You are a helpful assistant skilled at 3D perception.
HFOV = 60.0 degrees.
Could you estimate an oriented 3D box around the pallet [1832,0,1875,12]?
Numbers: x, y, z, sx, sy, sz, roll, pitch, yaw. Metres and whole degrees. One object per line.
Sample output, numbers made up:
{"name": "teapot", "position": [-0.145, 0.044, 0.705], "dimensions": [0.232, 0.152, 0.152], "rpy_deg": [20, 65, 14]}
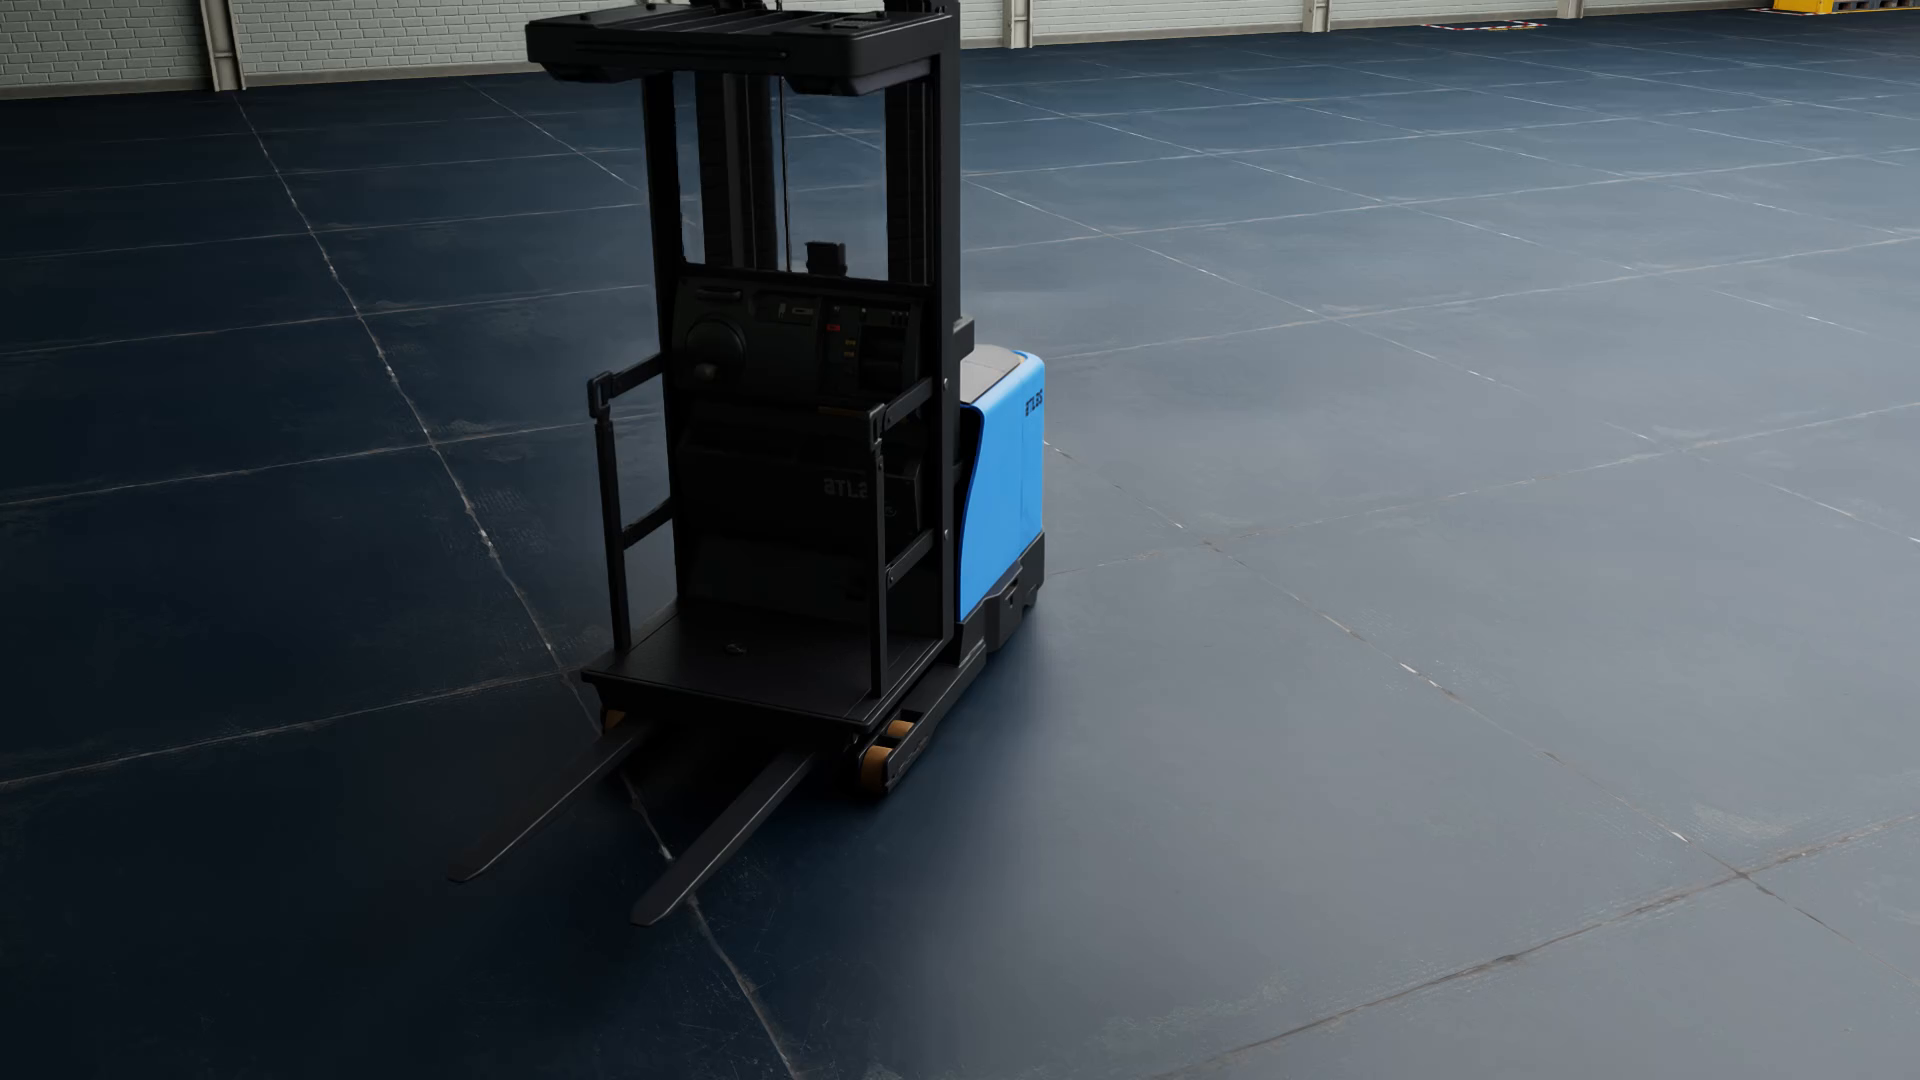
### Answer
{"name": "pallet", "position": [17.721, -10.891, 33.785], "dimensions": [1.213, 0.211, 1.003], "rpy_deg": [-10, 25, -24]}

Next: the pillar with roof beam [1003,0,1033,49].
{"name": "pillar with roof beam", "position": [2.808, -10.761, 21.981], "dimensions": [0.400, 9.000, 9.100], "rpy_deg": [-10, 25, -24]}

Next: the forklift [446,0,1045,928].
{"name": "forklift", "position": [-0.638, -0.667, 5.530], "dimensions": [1.130, 2.935, 3.031], "rpy_deg": [8, 24, 19]}

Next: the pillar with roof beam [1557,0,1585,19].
{"name": "pillar with roof beam", "position": [13.621, -12.752, 26.790], "dimensions": [0.400, 9.000, 9.100], "rpy_deg": [-10, 25, -24]}

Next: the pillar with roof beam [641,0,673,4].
{"name": "pillar with roof beam", "position": [-2.598, -9.766, 19.577], "dimensions": [0.400, 9.000, 9.100], "rpy_deg": [-10, 25, -24]}

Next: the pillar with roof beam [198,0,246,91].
{"name": "pillar with roof beam", "position": [-8.004, -8.771, 17.172], "dimensions": [0.400, 9.000, 9.100], "rpy_deg": [-10, 25, -24]}

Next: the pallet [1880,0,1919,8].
{"name": "pallet", "position": [19.919, -11.296, 34.763], "dimensions": [1.213, 0.211, 1.003], "rpy_deg": [-10, 25, -24]}

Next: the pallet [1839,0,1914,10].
{"name": "pallet", "position": [18.818, -11.092, 34.270], "dimensions": [1.213, 0.211, 1.003], "rpy_deg": [-10, 25, -24]}

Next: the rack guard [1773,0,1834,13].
{"name": "rack guard", "position": [16.973, -10.902, 33.434], "dimensions": [0.348, 0.500, 1.175], "rpy_deg": [-10, 25, -24]}

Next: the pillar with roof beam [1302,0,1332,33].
{"name": "pillar with roof beam", "position": [8.215, -11.756, 24.385], "dimensions": [0.400, 9.000, 9.100], "rpy_deg": [-10, 25, -24]}
